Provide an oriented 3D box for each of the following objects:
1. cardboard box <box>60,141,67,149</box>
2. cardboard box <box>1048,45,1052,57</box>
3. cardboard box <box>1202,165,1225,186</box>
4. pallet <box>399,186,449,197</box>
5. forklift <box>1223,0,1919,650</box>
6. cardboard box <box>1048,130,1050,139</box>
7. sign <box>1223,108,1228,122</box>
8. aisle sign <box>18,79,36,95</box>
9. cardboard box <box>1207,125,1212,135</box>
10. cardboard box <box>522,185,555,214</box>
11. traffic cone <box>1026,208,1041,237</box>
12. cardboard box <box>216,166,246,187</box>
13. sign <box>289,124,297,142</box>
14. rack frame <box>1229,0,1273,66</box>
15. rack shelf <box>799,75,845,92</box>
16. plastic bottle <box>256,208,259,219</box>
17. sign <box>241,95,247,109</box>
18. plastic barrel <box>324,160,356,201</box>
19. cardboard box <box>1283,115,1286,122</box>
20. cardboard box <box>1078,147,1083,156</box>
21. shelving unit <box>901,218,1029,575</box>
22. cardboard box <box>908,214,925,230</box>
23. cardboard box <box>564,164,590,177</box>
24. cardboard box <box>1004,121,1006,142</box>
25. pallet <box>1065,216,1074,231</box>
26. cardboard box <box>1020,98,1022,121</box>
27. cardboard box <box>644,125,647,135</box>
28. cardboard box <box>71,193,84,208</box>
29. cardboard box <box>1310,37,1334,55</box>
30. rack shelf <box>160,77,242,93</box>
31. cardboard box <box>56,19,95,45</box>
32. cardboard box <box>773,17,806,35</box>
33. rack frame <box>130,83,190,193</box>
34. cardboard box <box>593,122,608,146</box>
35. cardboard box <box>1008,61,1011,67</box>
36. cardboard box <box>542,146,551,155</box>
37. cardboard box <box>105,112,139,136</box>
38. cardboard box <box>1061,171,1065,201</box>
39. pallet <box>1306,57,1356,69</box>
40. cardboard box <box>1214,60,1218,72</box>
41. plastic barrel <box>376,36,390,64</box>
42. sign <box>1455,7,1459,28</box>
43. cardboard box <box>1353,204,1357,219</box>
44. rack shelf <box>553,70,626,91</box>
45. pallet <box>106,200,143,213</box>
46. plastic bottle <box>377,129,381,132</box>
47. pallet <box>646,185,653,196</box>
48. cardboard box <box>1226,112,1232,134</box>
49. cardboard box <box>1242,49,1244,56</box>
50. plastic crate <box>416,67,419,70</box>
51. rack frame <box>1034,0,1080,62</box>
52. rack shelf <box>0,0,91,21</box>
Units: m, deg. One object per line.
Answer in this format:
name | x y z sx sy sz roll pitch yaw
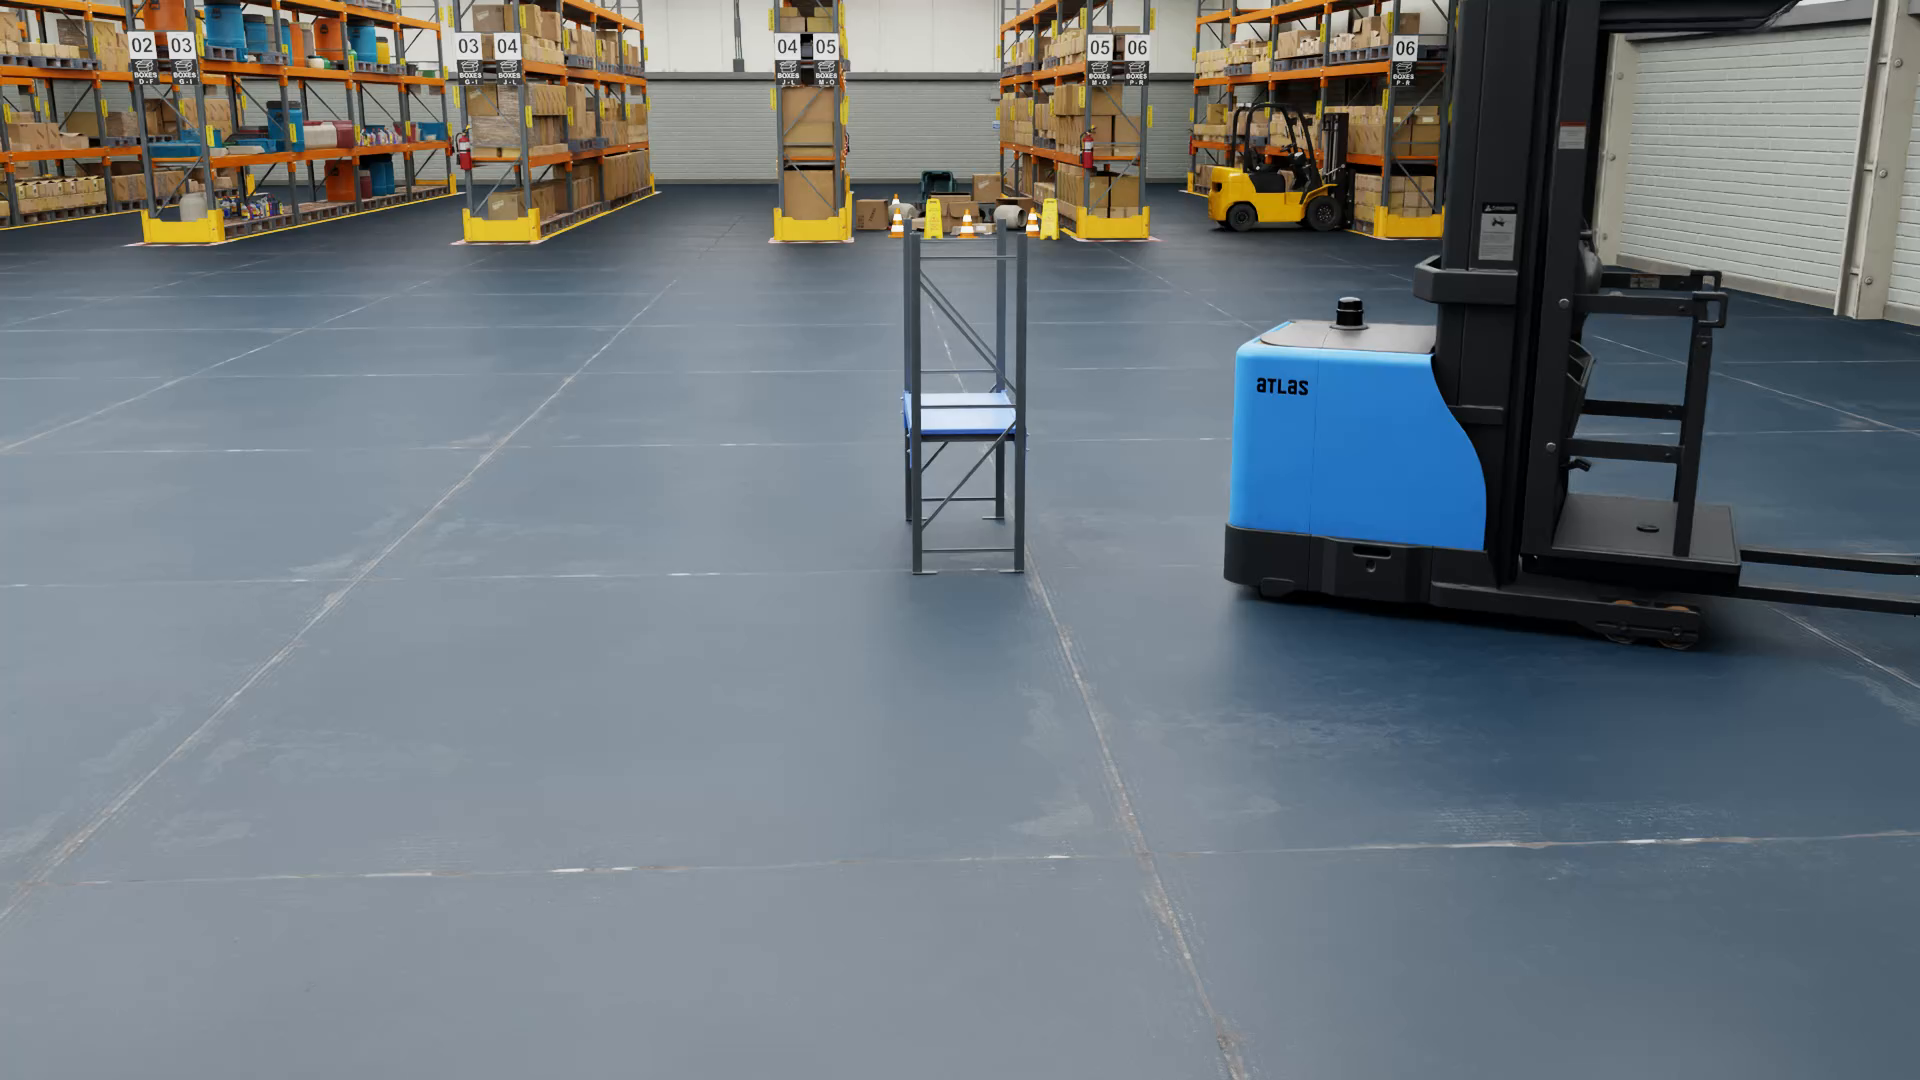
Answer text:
cardboard box | -17.618 -7.673 32.331 0.380 0.149 0.250 0 14 1
cardboard box | 2.149 -9.539 32.855 0.797 0.503 0.637 -1 14 -3
cardboard box | 6.441 -9.109 41.583 0.700 0.500 0.500 0 14 -1
pallet | -13.292 -8.620 41.104 1.003 0.211 1.213 -1 14 -3
forklift | 2.695 -1.149 6.609 3.031 2.935 1.130 6 16 22
cardboard box | 1.896 -7.819 32.057 0.380 0.149 0.250 -1 14 -3
sign | 6.191 -9.897 38.735 0.100 0.325 0.005 -1 14 -3
aisle sign | -22.897 -11.304 40.725 0.394 0.787 0.004 -1 14 -3
cardboard box | 6.362 -10.059 40.806 0.500 0.250 0.500 -1 14 -5
cardboard box | -7.633 -6.161 30.124 0.500 0.500 0.500 -1 14 -5
traffic cone | 1.207 -5.284 27.636 0.336 0.463 0.334 -1 14 -3
cardboard box | -17.969 -8.971 41.008 0.500 0.500 0.500 -1 14 -3
sign | -12.011 -7.331 29.944 0.100 0.325 0.005 -1 14 -3
rack frame | 6.732 -12.393 38.135 1.000 3.000 0.127 -1 14 -3
rack shelf | -3.033 -9.916 35.969 1.077 0.370 4.000 -1 14 -3
plastic bottle | -12.148 -5.645 28.679 0.097 0.201 0.097 0 14 0
sign | -17.693 -10.818 41.092 0.100 0.325 0.005 -1 14 -3
plastic barrel | -12.856 -7.460 34.513 0.600 0.830 0.708 -1 14 -3
cardboard box | 6.793 -8.577 33.840 0.380 0.149 0.250 -1 14 -3
cardboard box | 2.158 -6.455 27.600 0.380 0.149 0.250 -1 14 -4
shelving unit | 0.005 -0.705 7.757 0.538 1.500 1.048 -1 14 -3
cardboard box | -0.716 -5.596 29.243 0.396 0.266 0.258 2 15 6
cardboard box | -7.794 -7.462 33.637 0.500 0.250 0.500 0 14 -1
cardboard box | 1.346 -10.078 40.974 0.500 0.500 0.500 -1 14 -4
pallet | 2.429 -5.600 29.367 1.003 0.211 1.213 -1 14 -3
cardboard box | 1.606 -9.578 37.026 0.500 0.500 0.500 -1 14 -5
cardboard box | -8.066 -10.207 41.382 0.500 0.250 0.500 -1 14 -4
cardboard box | -17.413 -6.602 32.341 0.500 0.250 0.500 -1 14 -2
cardboard box | 6.939 -9.336 31.407 0.500 0.311 0.500 -1 14 -5
rack shelf | -18.125 -10.707 39.045 1.077 0.370 4.000 -1 14 -3
cardboard box | -17.774 -10.205 33.441 0.500 0.500 0.500 -1 14 -3
cardboard box | -2.722 -8.218 26.587 0.500 0.250 0.500 -1 14 -3
rack frame | -18.001 -9.105 37.396 1.000 3.000 0.127 -1 14 -3
cardboard box | -7.624 -8.436 34.594 0.500 0.500 0.500 0 14 -2
cardboard box | 1.368 -11.714 40.975 0.380 0.149 0.250 0 14 -1
cardboard box | -7.146 -6.600 28.164 0.380 0.149 0.250 -1 14 -3
cardboard box | -17.770 -8.748 34.962 0.700 0.500 0.500 2 15 7
cardboard box | 2.085 -6.372 29.942 0.500 0.500 0.500 0 14 -1
pallet | 7.160 -9.078 31.652 0.805 0.209 1.217 -1 15 -6
cardboard box | 6.389 -11.385 39.939 0.500 0.250 0.500 -1 14 -2
plastic barrel | -12.797 -10.704 36.370 0.600 0.588 0.600 0 14 0
sign | 8.030 -8.425 26.818 0.100 0.325 0.005 -1 14 -3
cardboard box | 7.087 -5.736 28.974 0.500 0.250 0.500 -1 14 -3
rack shelf | -7.989 -9.864 35.769 1.077 0.370 4.000 -1 14 -3
pallet | -17.761 -6.946 34.601 1.003 0.211 1.213 -1 14 -3
plastic bottle | -12.805 -8.885 36.639 0.144 0.351 0.185 -1 14 -3
pallet | -8.233 -8.704 41.432 1.003 0.211 1.213 -1 14 -3
cardboard box | 6.538 -9.616 38.337 0.700 0.500 0.500 -1 14 -2
cardboard box | 6.461 -10.814 36.882 0.380 0.149 0.250 -1 14 -3
plastic crate | -13.559 -11.465 40.809 0.497 0.269 0.590 -1 14 -3
rack frame | 2.026 -11.321 33.967 1.000 3.000 0.127 -1 14 -3
rack shelf | -17.629 -9.976 30.988 1.077 0.370 4.000 -1 14 -3
